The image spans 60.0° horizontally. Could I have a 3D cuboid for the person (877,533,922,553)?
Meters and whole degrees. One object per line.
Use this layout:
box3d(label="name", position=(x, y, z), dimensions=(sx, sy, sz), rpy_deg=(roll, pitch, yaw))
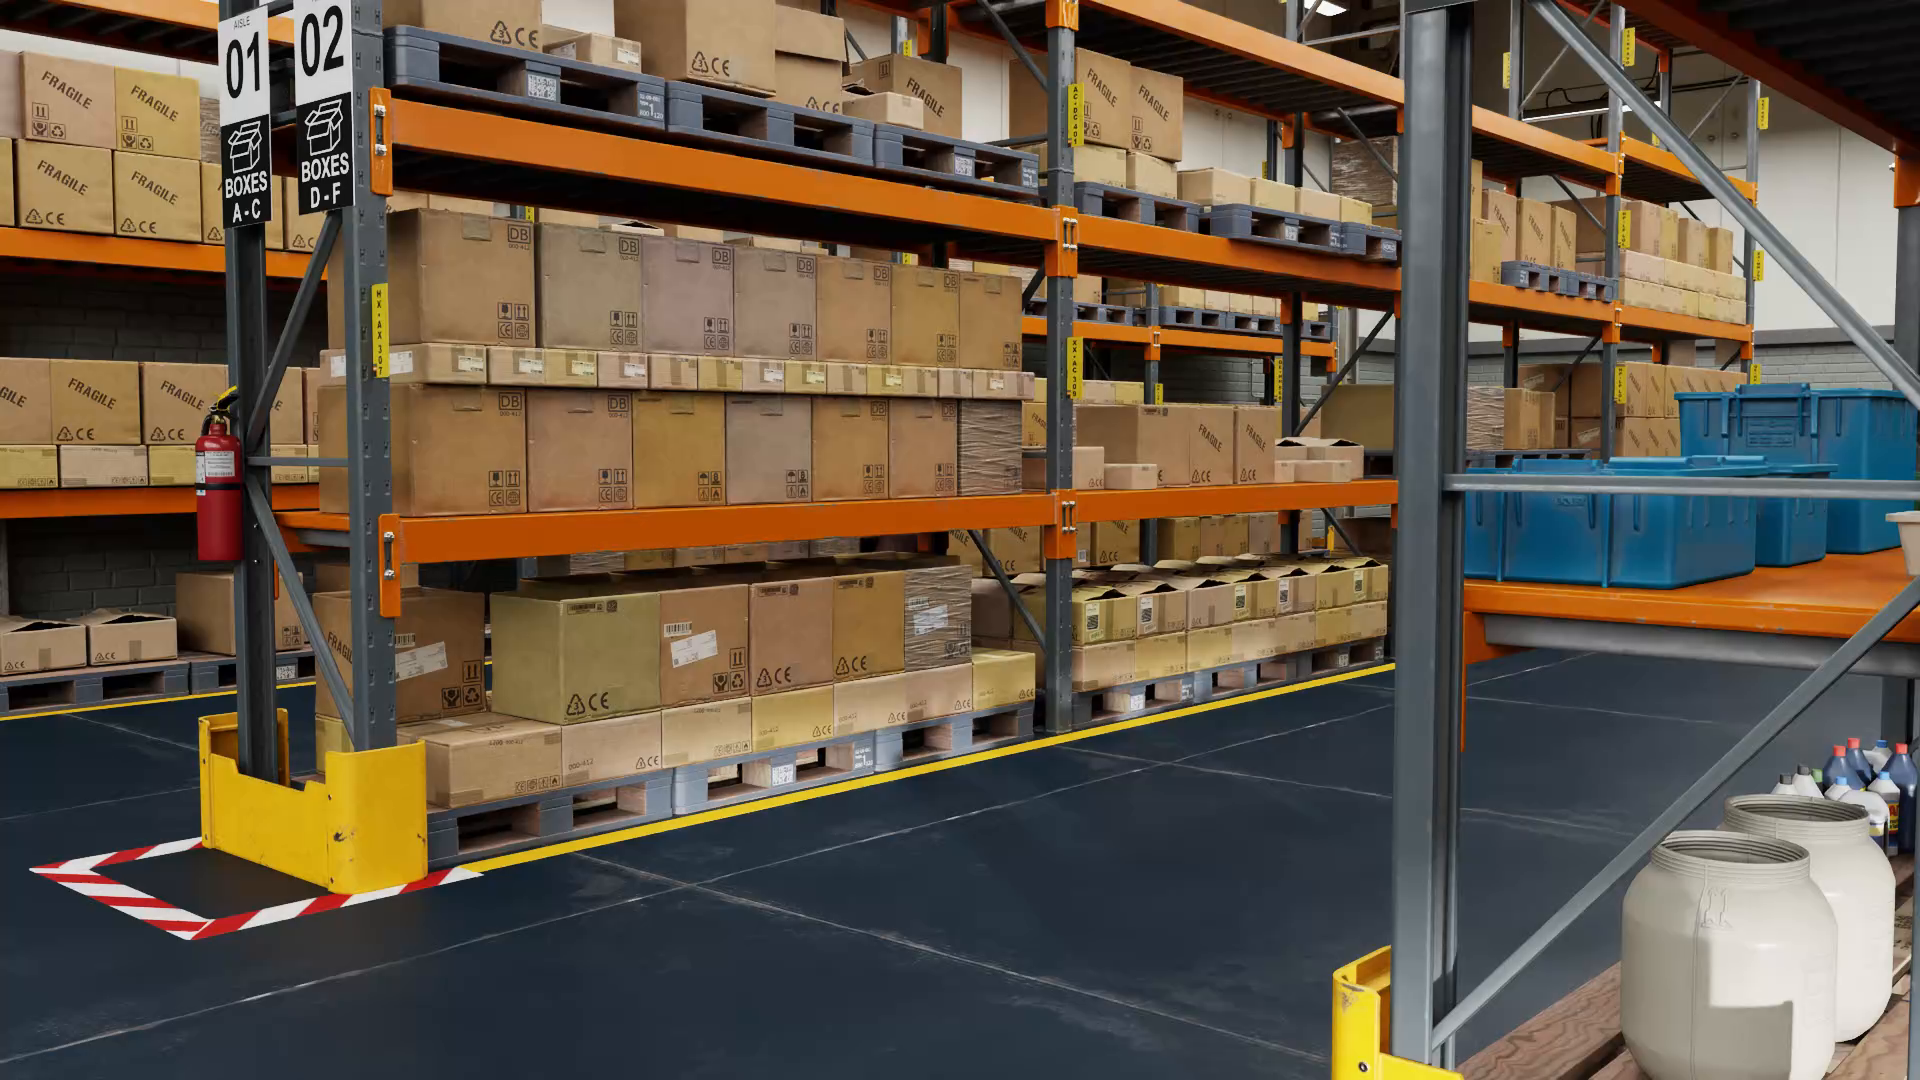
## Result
box3d(label="person", position=(-0.504, -0.095, 13.308), dimensions=(0.556, 1.780, 0.526), rpy_deg=(3, 5, 40))
